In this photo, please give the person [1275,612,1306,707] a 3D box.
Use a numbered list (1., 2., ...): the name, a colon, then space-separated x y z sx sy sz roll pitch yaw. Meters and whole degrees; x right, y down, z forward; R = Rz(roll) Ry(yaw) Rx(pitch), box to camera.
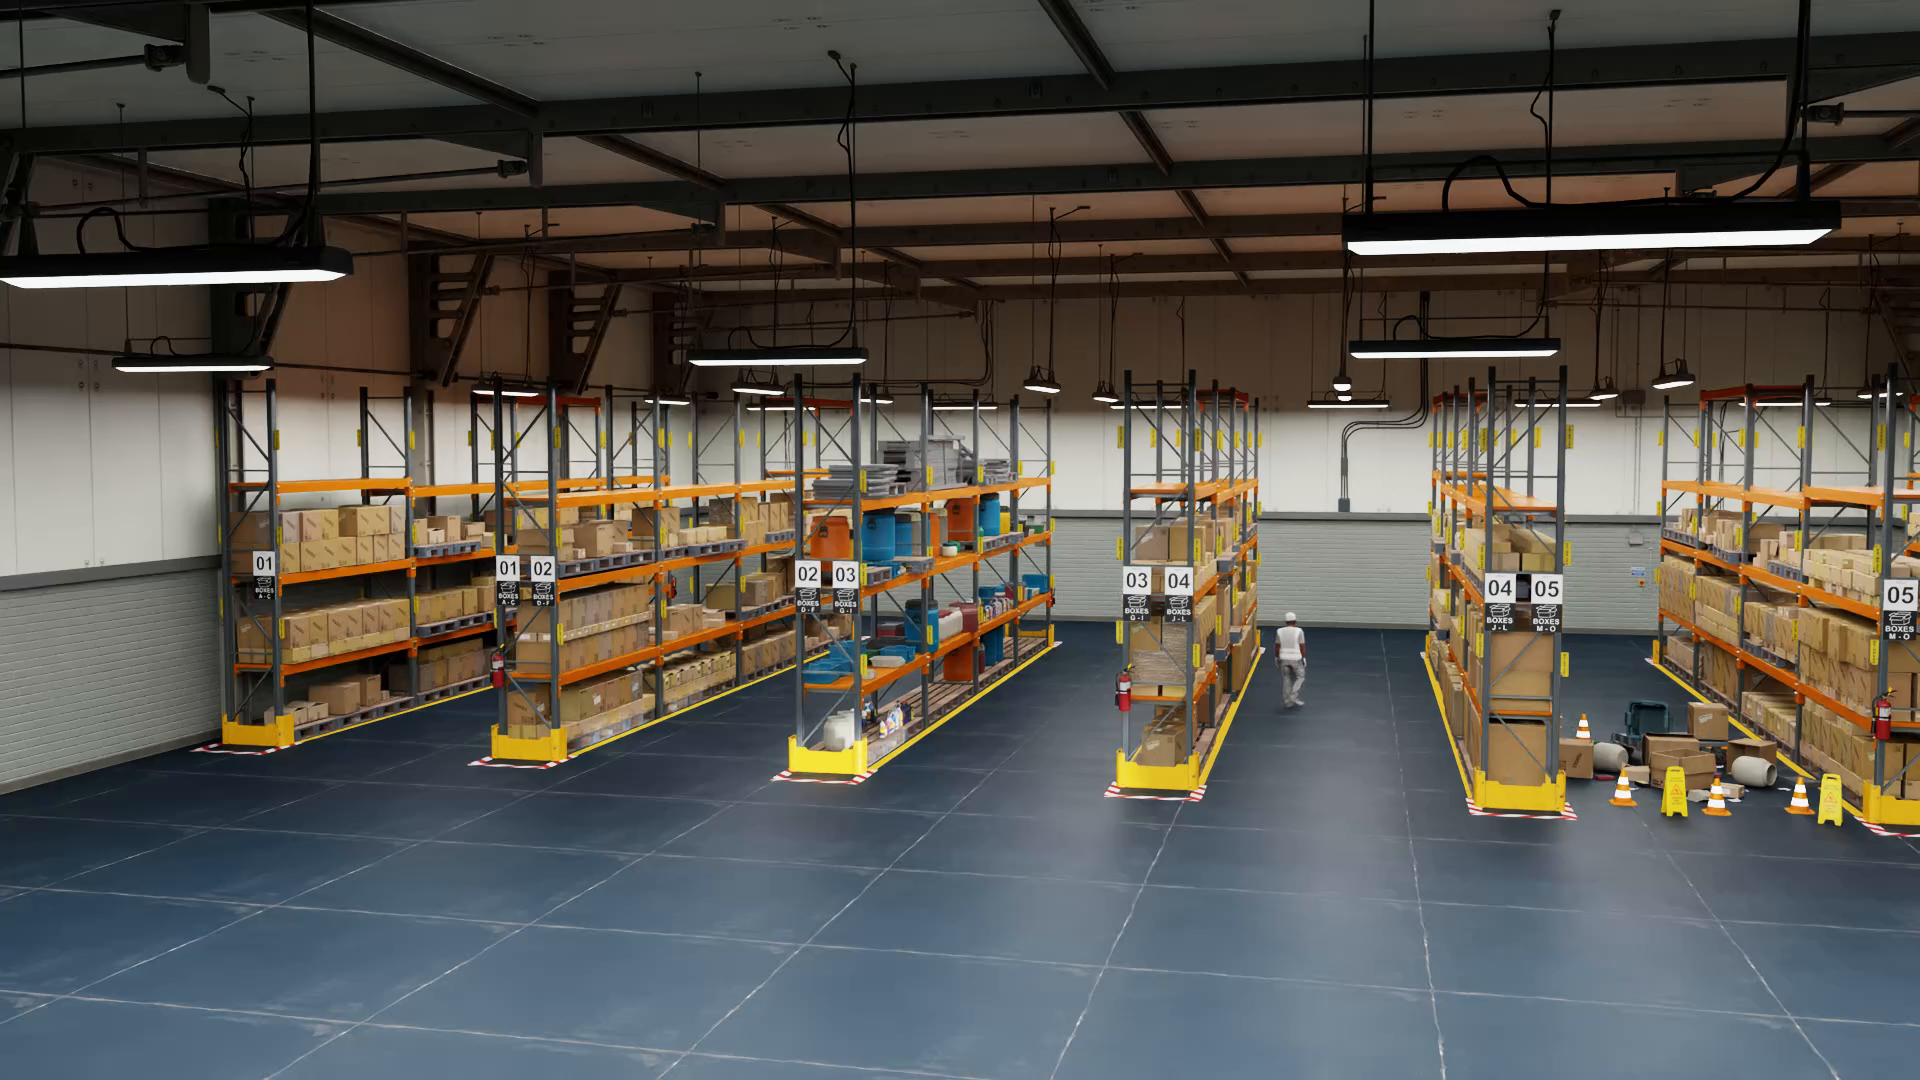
1. person: 6.196 2.247 31.182 0.584 1.785 0.536 2 4 26
